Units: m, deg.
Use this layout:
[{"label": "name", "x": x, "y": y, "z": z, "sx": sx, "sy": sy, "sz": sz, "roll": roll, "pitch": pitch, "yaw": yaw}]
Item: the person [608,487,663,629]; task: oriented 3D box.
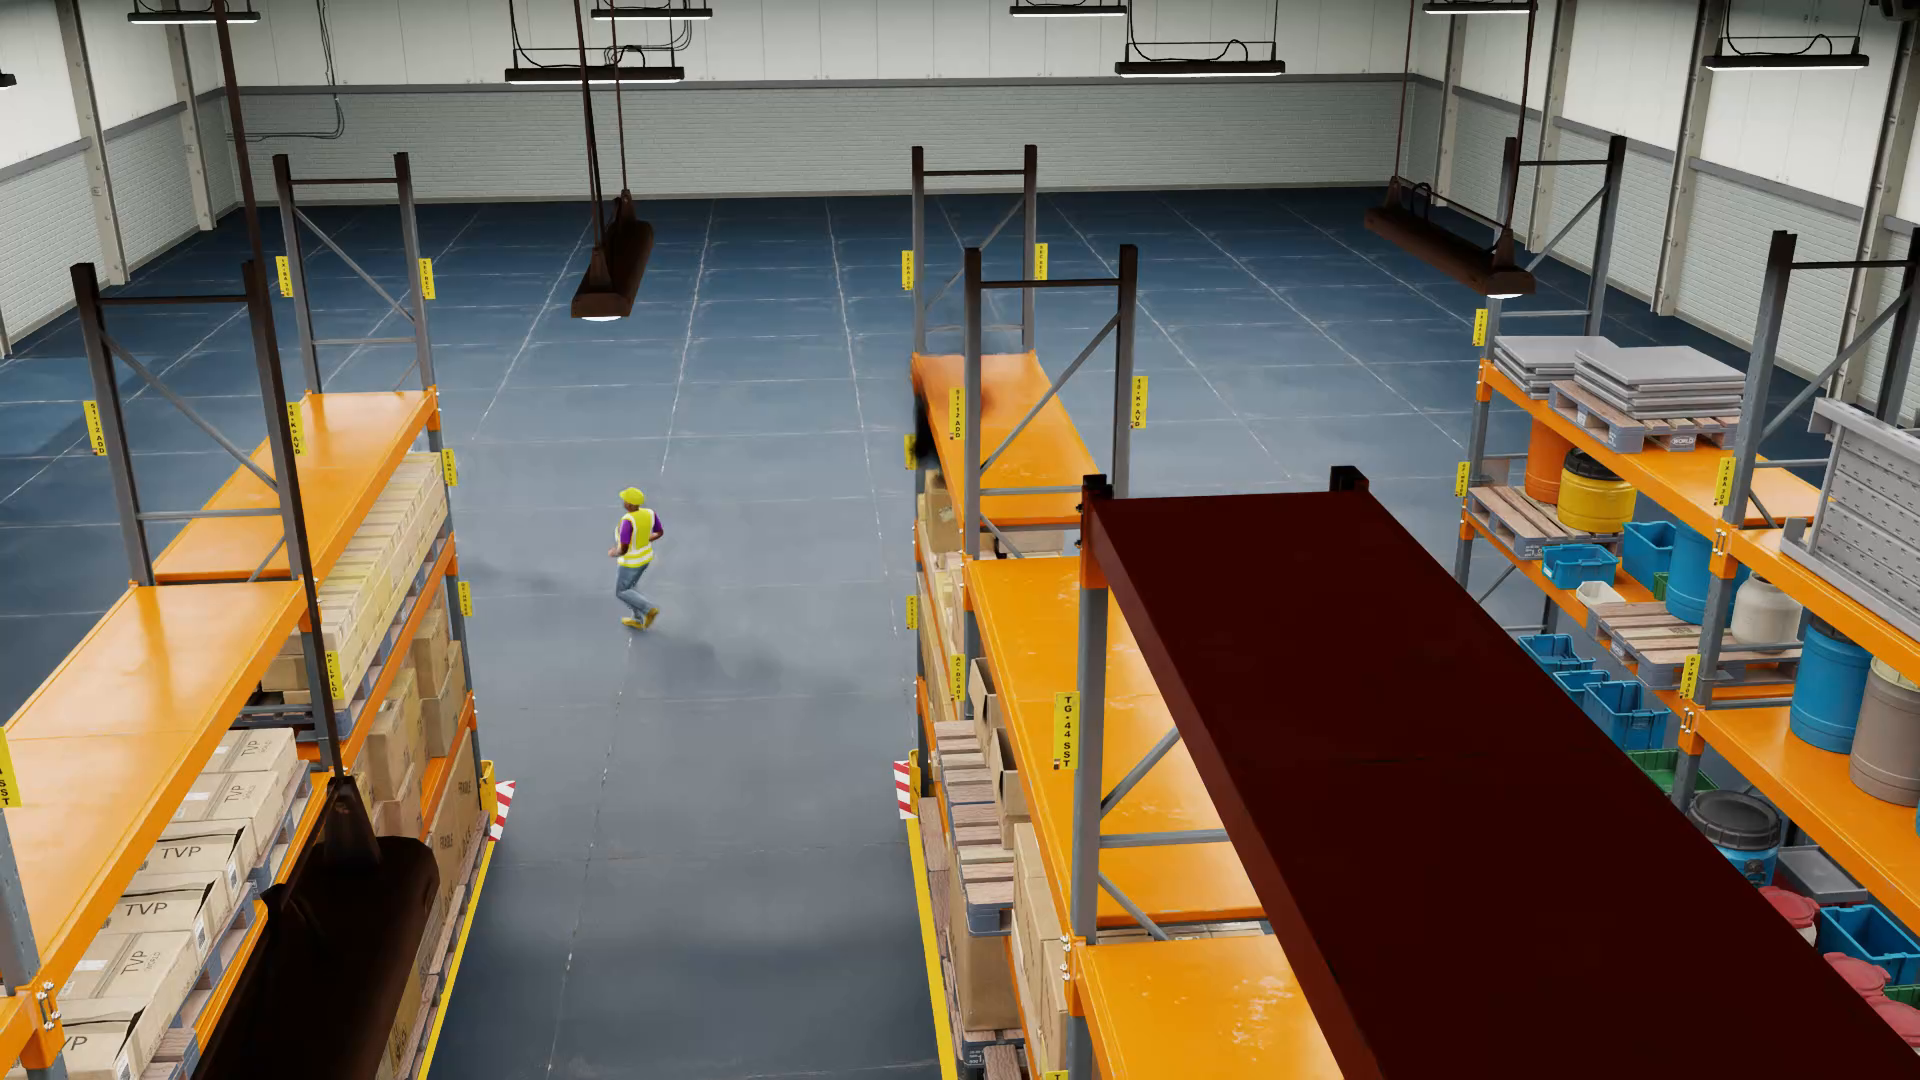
[{"label": "person", "x": -3.632, "y": 0.219, "z": 18.758, "sx": 0.625, "sy": 1.719, "sz": 0.700, "roll": 11, "pitch": 24, "yaw": 27}]
